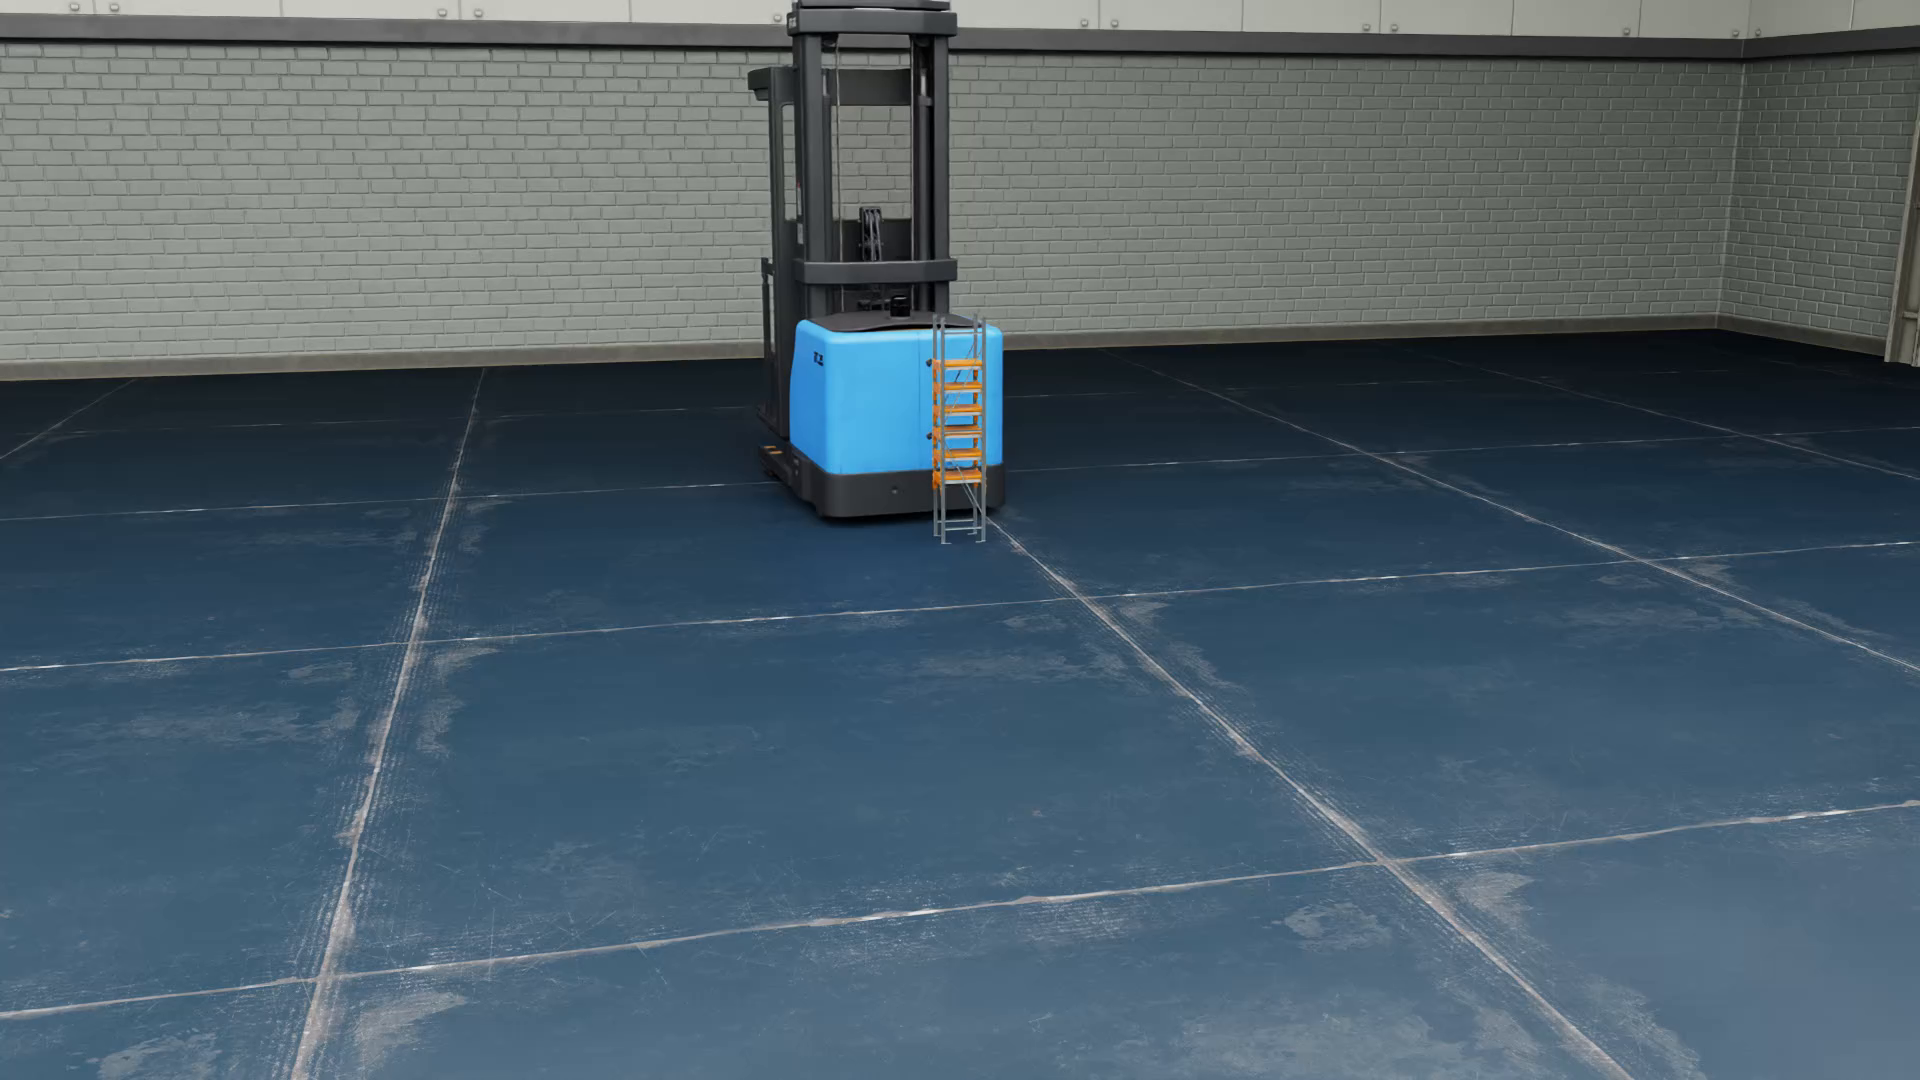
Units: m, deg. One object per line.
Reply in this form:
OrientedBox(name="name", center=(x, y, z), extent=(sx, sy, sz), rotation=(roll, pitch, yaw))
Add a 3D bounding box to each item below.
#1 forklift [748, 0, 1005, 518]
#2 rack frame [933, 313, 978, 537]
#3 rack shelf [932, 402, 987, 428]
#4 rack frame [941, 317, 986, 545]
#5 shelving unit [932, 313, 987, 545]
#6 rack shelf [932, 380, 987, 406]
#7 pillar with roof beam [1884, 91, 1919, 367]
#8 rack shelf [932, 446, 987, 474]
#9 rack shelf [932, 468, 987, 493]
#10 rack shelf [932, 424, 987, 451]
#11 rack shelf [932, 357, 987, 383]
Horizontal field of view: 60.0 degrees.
OrientedBox(name="forklift", center=(-0.674, -1.851, 10.329), extent=(1.130, 2.935, 3.031), rotation=(-4, 14, -17))
OrientedBox(name="rack frame", center=(-0.025, -0.607, 8.885), extent=(0.240, 1.200, 0.006), rotation=(-3, 14, -13))
OrientedBox(name="rack shelf", center=(-0.003, -0.660, 8.780), extent=(0.258, 0.103, 0.180), rotation=(-3, 14, -13))
OrientedBox(name="rack frame", center=(0.018, -0.565, 8.712), extent=(0.240, 1.200, 0.006), rotation=(-3, 14, -13))
OrientedBox(name="shelving unit", center=(-0.003, -0.586, 8.798), extent=(0.258, 1.200, 0.189), rotation=(-3, 14, -13))
OrientedBox(name="rack shelf", center=(-0.003, -0.776, 8.752), extent=(0.258, 0.103, 0.180), rotation=(-3, 14, -13))
OrientedBox(name="pillar with roof beam", center=(4.868, -5.810, 13.748), extent=(9.100, 9.000, 0.400), rotation=(-3, 14, -13))
OrientedBox(name="rack shelf", center=(-0.003, -0.426, 8.837), extent=(0.258, 0.103, 0.180), rotation=(-3, 14, -13))
OrientedBox(name="rack shelf", center=(-0.003, -0.310, 8.866), extent=(0.258, 0.103, 0.180), rotation=(-3, 14, -13))
OrientedBox(name="rack shelf", center=(-0.003, -0.543, 8.809), extent=(0.258, 0.103, 0.180), rotation=(-3, 14, -13))
OrientedBox(name="rack shelf", center=(-0.003, -0.893, 8.723), extent=(0.258, 0.103, 0.180), rotation=(-3, 14, -13))
